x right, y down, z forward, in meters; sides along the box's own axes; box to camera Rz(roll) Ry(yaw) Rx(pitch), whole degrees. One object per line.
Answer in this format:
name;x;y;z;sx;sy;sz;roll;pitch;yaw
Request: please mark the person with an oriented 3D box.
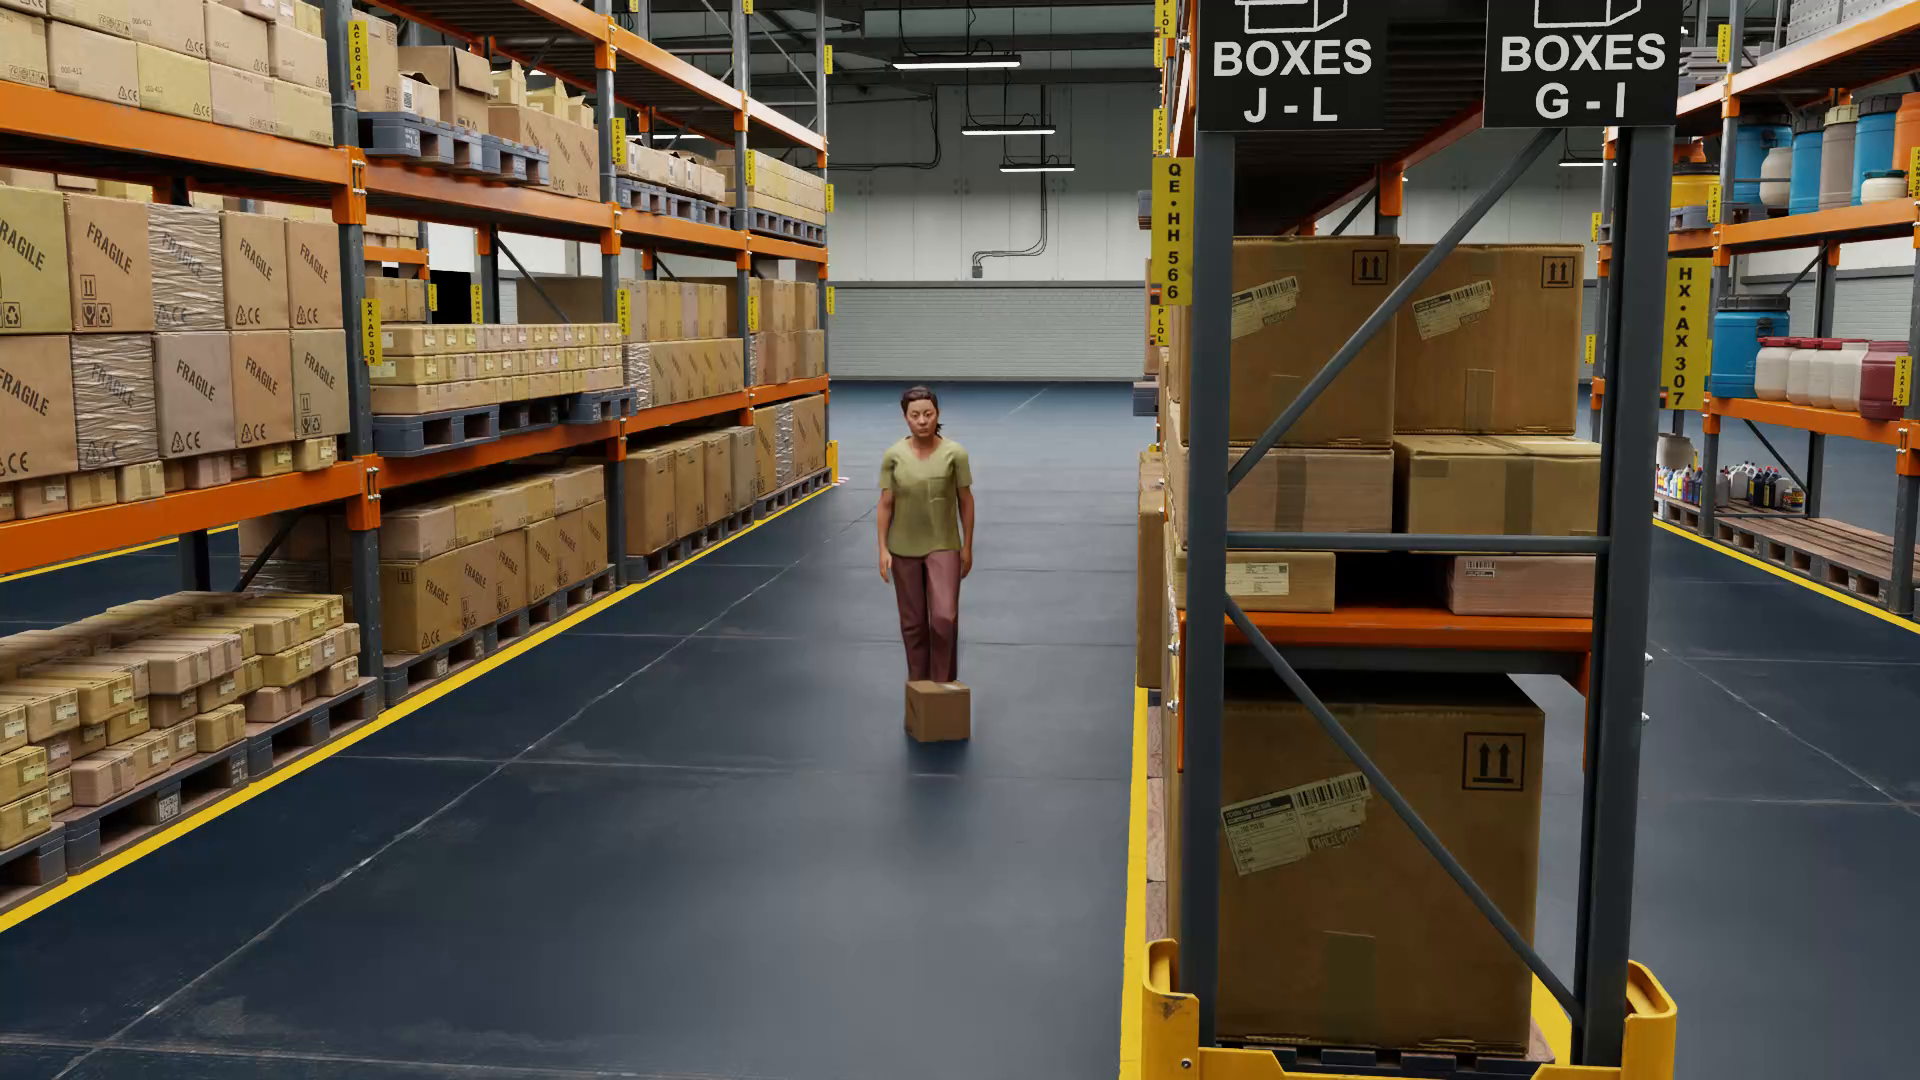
person;-0.168;0.099;8.178;0.466;1.722;0.537;1;8;8
